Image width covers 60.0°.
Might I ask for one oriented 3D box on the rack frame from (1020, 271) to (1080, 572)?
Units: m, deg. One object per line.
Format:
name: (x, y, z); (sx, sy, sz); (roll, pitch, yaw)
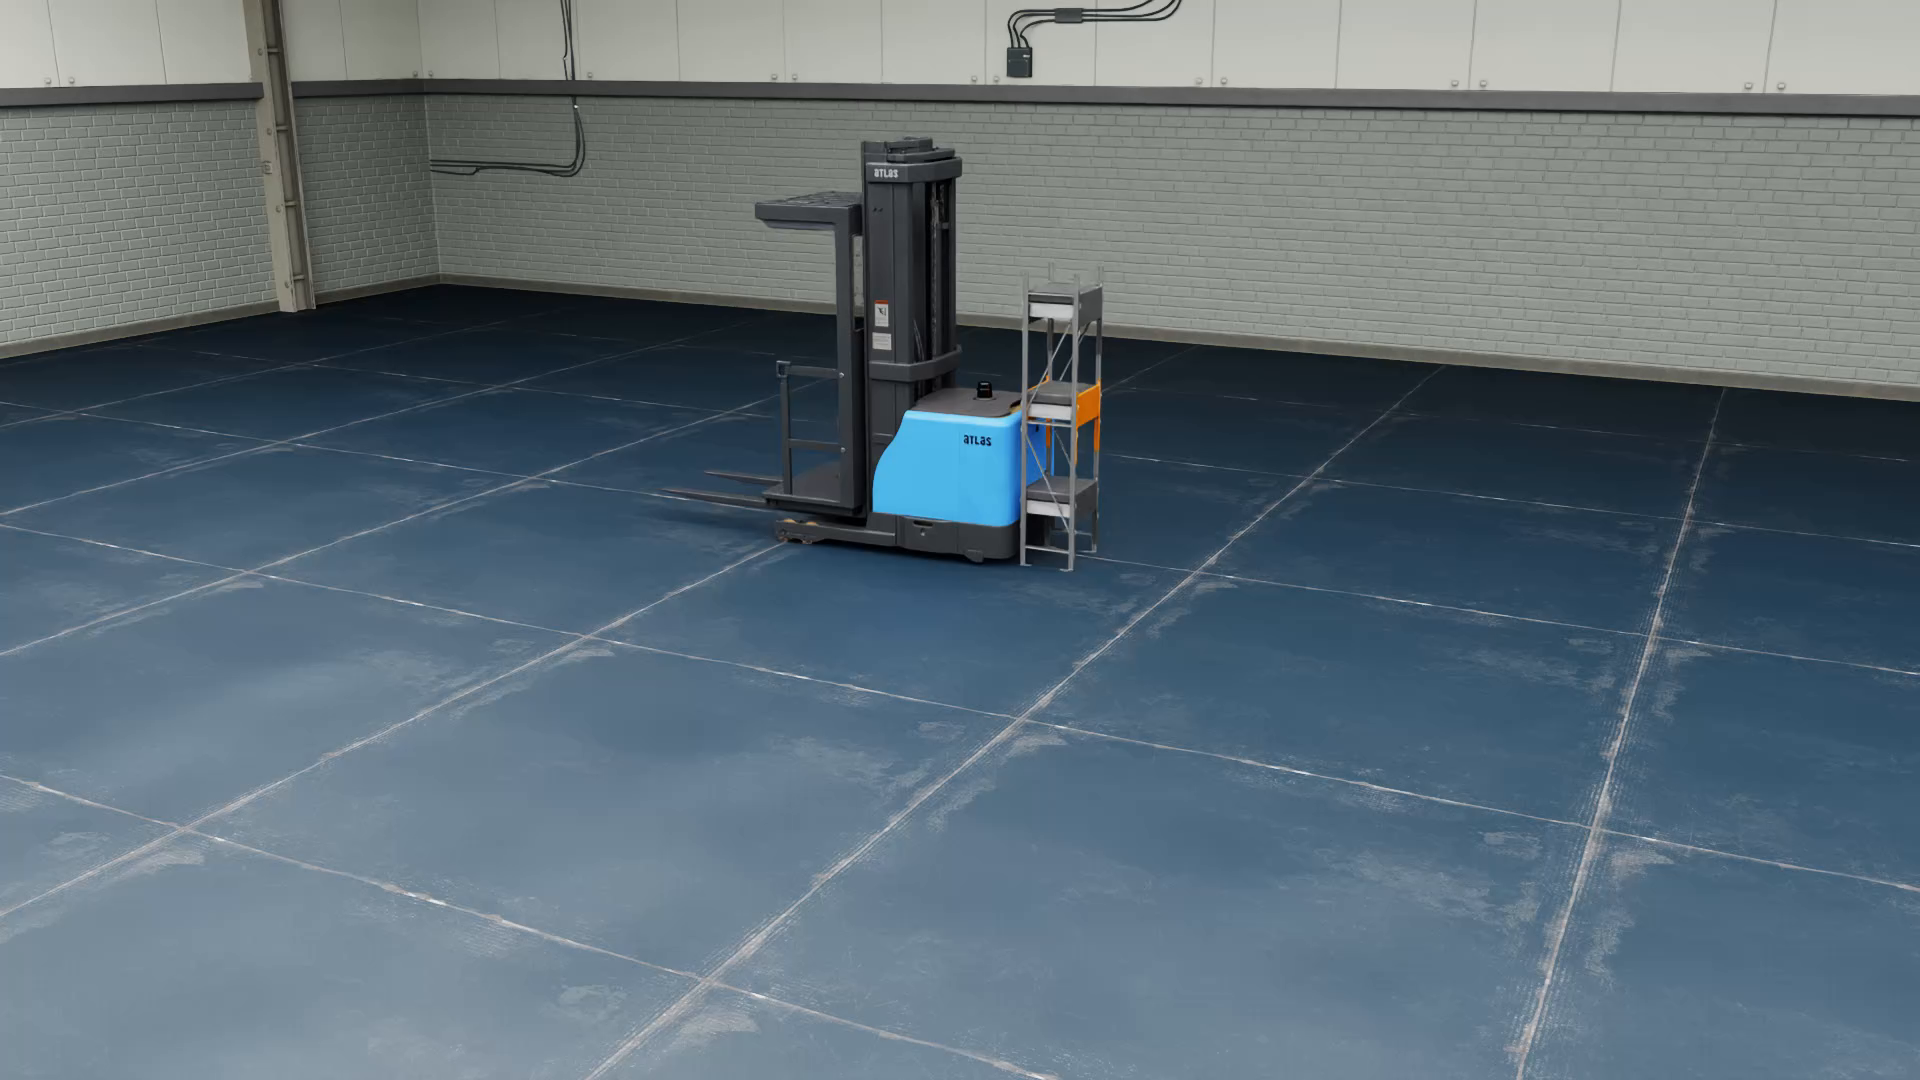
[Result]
rack frame: (0.617, -0.802, 11.537); (0.400, 2.100, 0.015); (7, 18, 23)

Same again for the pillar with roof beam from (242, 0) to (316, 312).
pillar with roof beam: (-5.501, -7.018, 20.347); (9.100, 9.000, 0.400); (8, 18, 25)

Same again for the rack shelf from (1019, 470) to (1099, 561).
rack shelf: (0.716, -0.182, 11.954); (0.431, 0.518, 0.480); (7, 18, 23)

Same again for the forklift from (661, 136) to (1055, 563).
forklift: (-0.840, -1.501, 12.431); (3.031, 2.935, 1.130); (7, 18, 23)

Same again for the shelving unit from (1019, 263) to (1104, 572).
shelving unit: (0.716, -0.866, 11.751); (0.431, 2.100, 0.503); (7, 18, 23)

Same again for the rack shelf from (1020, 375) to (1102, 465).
rack shelf: (0.716, -0.853, 11.755); (0.431, 0.518, 0.480); (7, 18, 23)

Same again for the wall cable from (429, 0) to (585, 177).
wall cable: (-6.853, -6.659, 24.593); (3.097, 2.526, 0.112); (8, 18, 25)

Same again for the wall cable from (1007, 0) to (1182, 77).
wall cable: (1.633, -8.566, 19.586); (2.305, 6.003, 0.169); (8, 18, 25)

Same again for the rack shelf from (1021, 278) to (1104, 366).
rack shelf: (0.716, -1.524, 11.556); (0.431, 0.518, 0.480); (7, 18, 23)

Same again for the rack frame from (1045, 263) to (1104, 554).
rack frame: (0.815, -0.929, 11.965); (0.400, 2.100, 0.015); (7, 18, 23)
